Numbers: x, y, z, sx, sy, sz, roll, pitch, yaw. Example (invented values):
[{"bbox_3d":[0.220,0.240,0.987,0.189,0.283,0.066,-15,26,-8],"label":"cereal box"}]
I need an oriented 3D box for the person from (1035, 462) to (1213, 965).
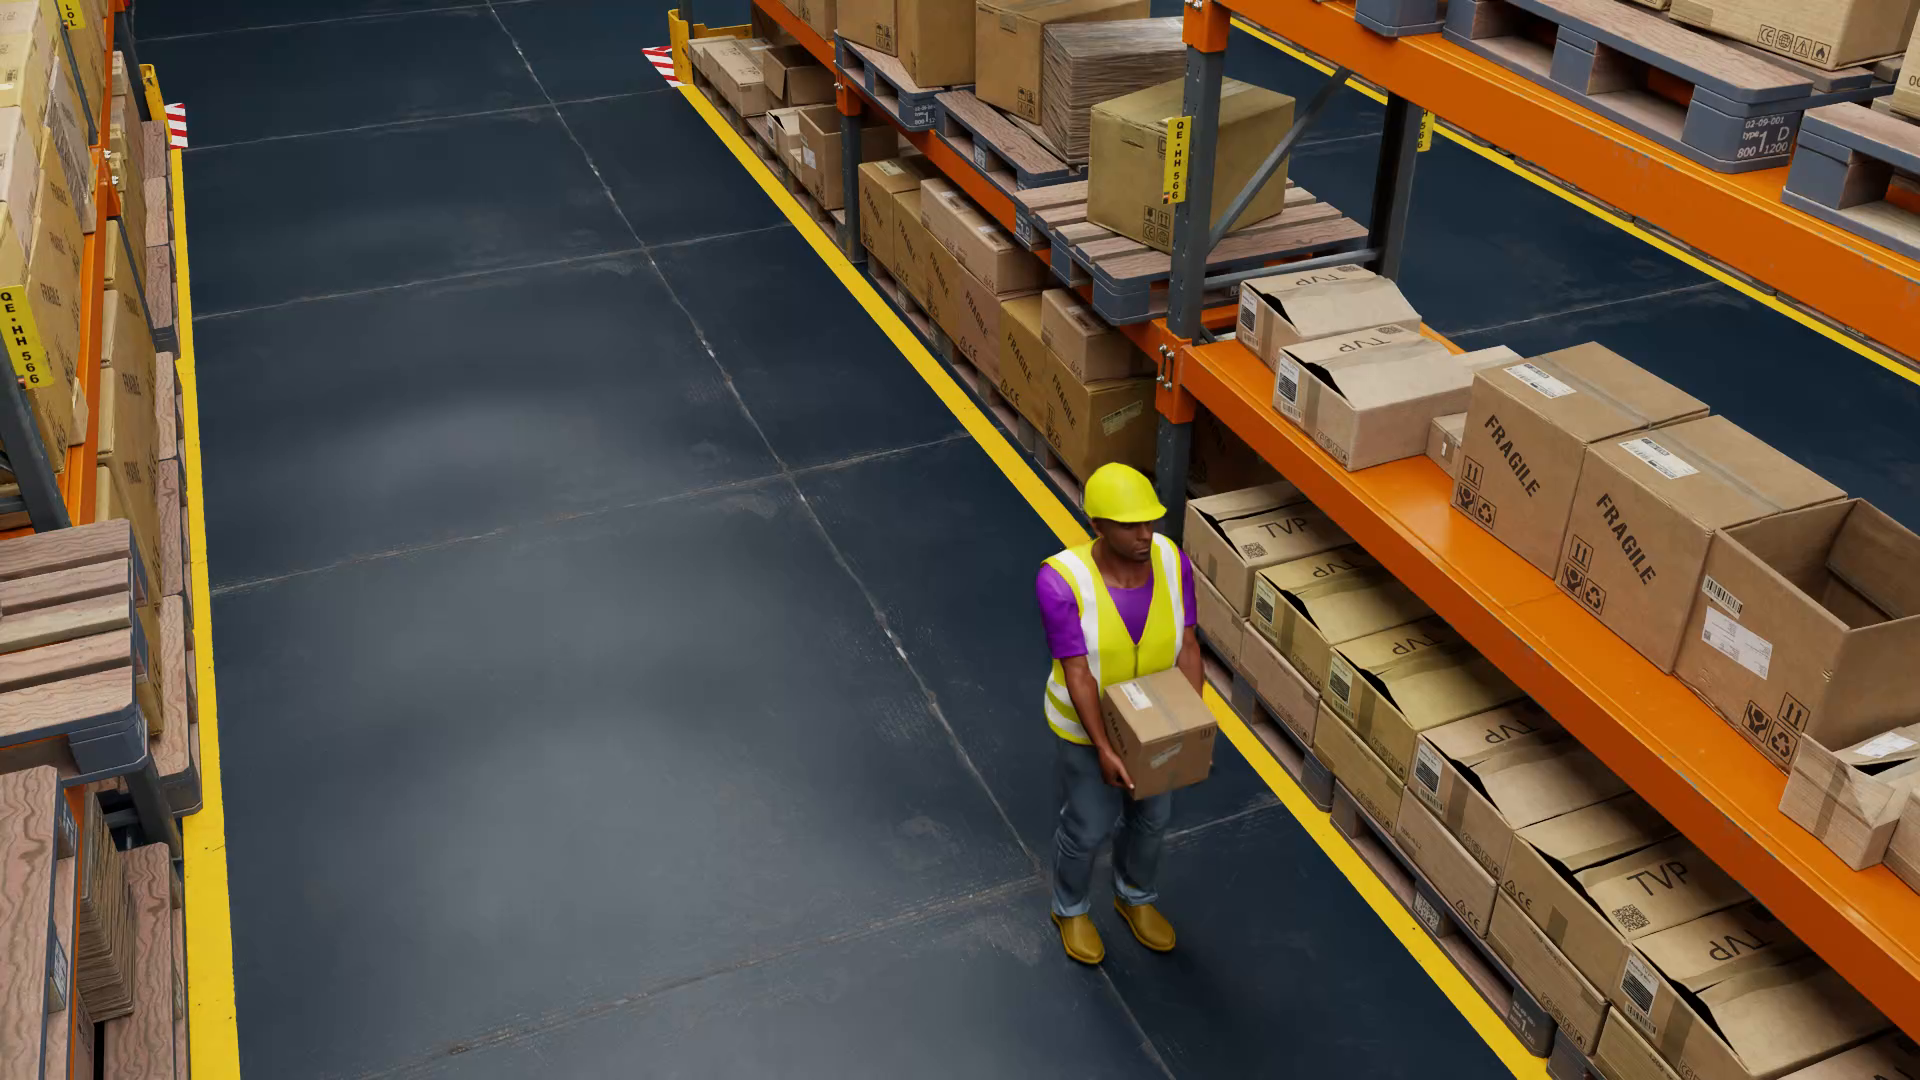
[{"bbox_3d":[0.528,0.613,5.192,0.502,1.759,0.586,-13,35,-19],"label":"person"}]
